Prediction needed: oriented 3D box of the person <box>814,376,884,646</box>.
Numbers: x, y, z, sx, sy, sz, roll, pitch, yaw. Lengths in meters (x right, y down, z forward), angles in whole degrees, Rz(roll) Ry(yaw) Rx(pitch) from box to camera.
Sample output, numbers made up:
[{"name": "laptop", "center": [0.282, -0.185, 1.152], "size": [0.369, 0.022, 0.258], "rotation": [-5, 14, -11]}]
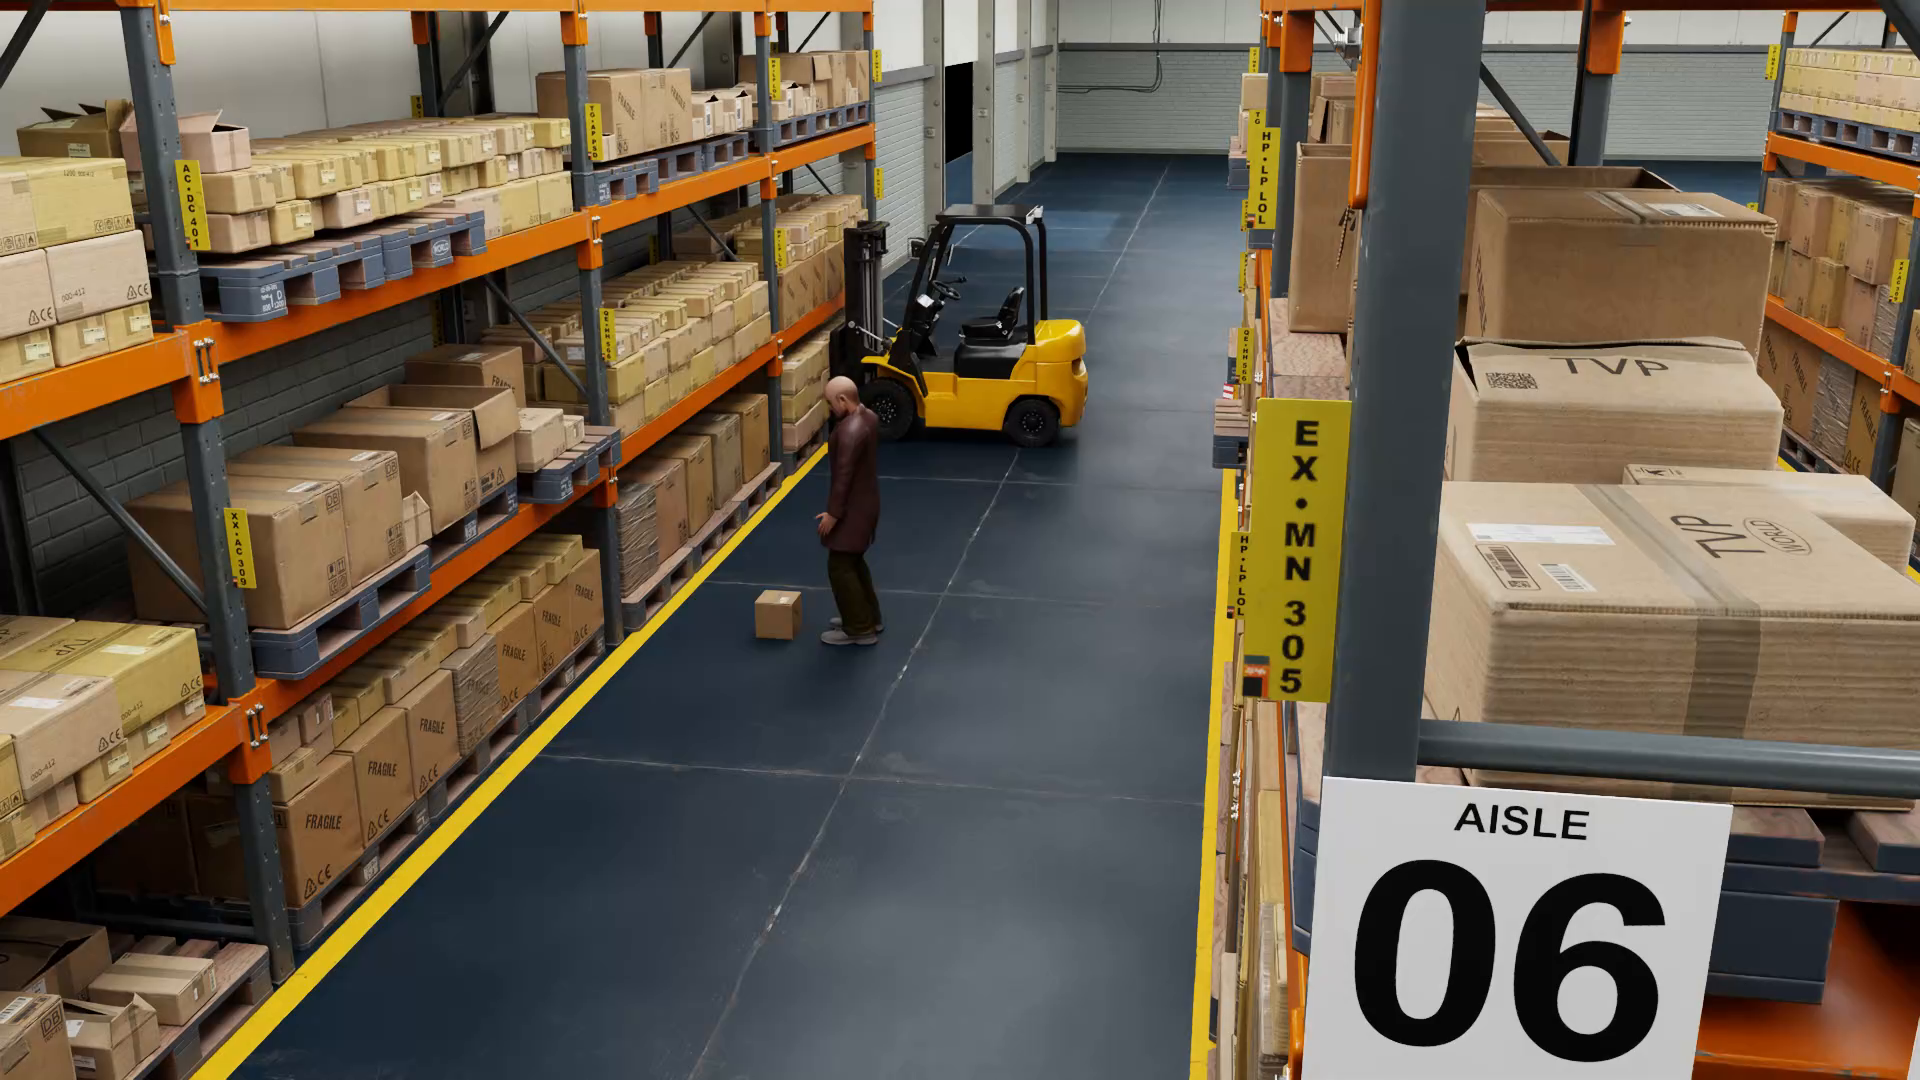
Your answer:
[{"name": "person", "center": [-0.716, -0.188, 10.717], "size": [0.386, 1.756, 0.572], "rotation": [3, 18, 10]}]
